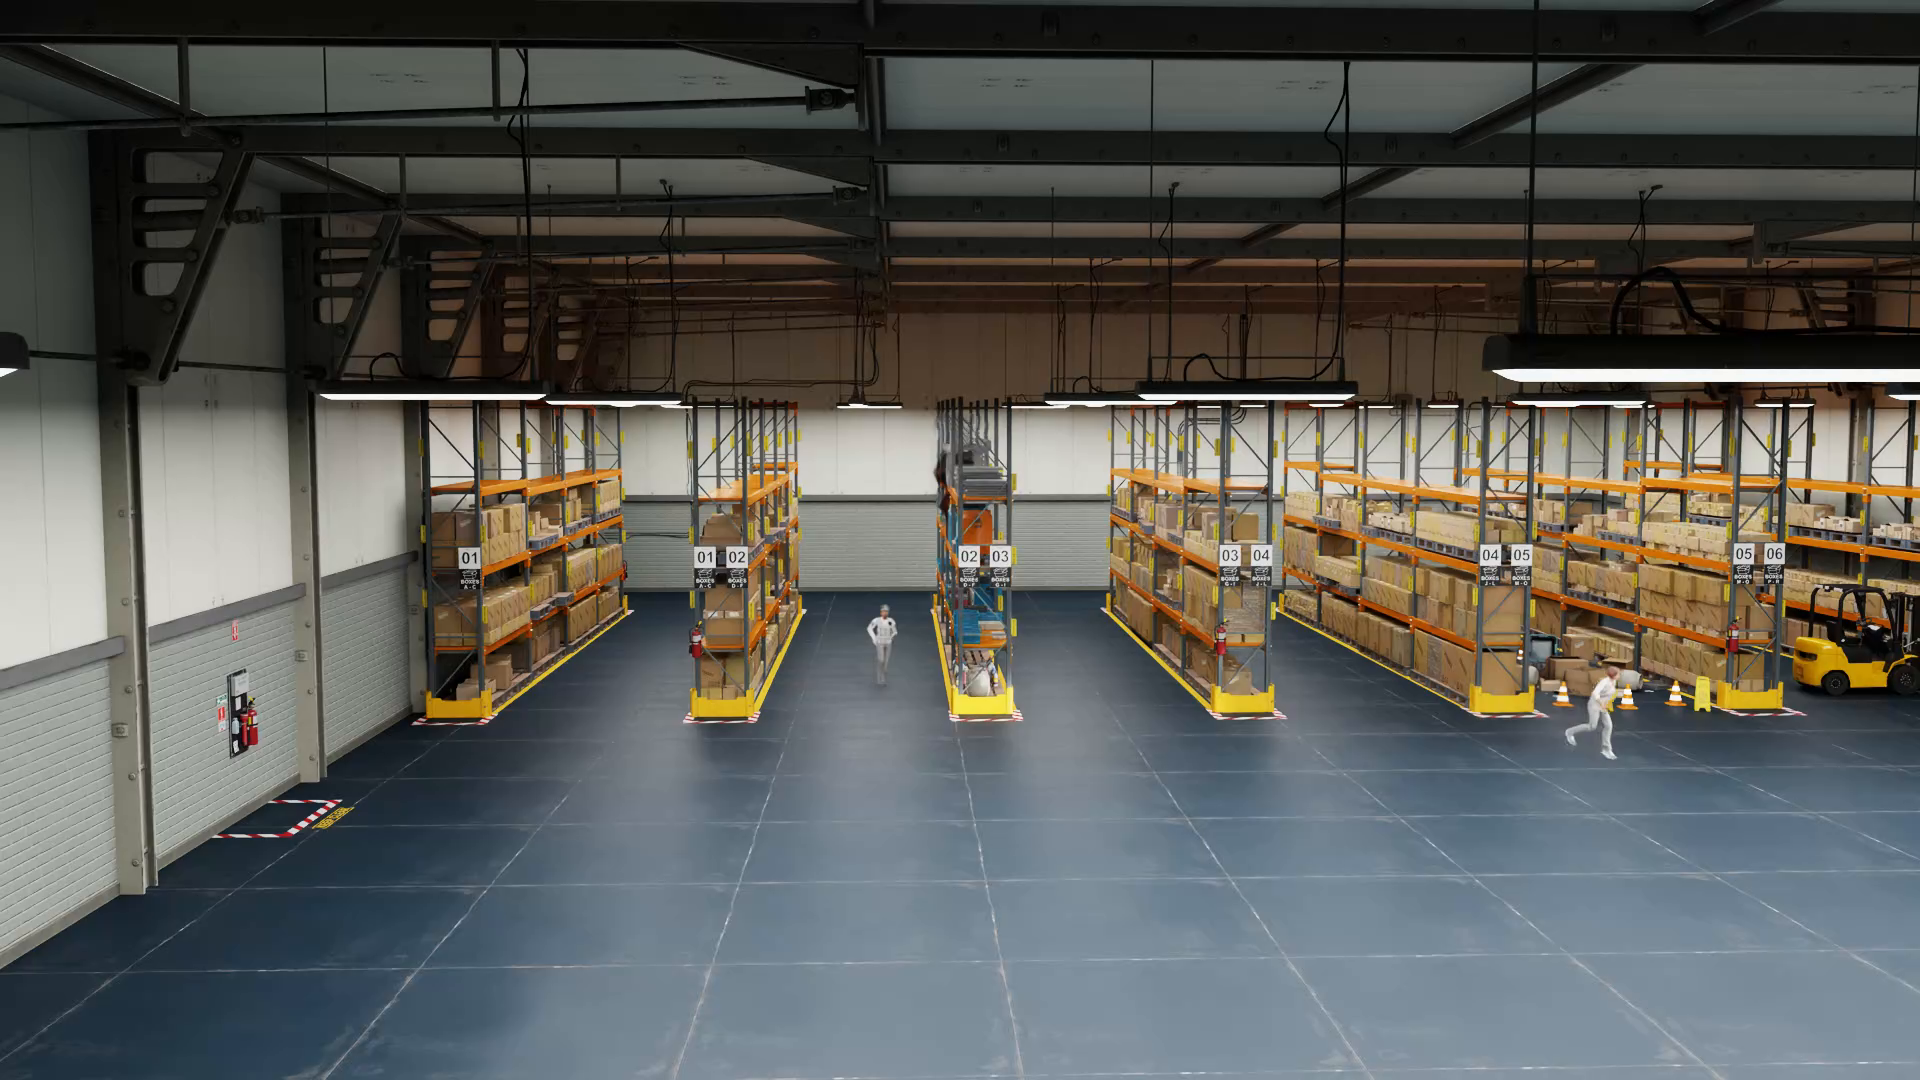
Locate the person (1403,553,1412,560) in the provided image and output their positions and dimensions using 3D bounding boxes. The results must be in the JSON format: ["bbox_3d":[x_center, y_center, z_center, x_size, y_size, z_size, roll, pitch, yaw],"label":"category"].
[{"bbox_3d":[13.388,0.950,50.371,0.722,1.757,0.682,-2,5,-25],"label":"person"}]

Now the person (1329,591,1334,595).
[{"bbox_3d":[11.140,1.042,48.881,0.894,1.837,0.651,-1,5,-13],"label":"person"}]

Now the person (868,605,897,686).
[{"bbox_3d":[-1.594,2.203,34.785,0.588,1.716,0.695,-1,5,-18],"label":"person"}]

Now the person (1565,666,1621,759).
[{"bbox_3d":[10.556,2.837,27.741,0.896,1.549,0.559,4,6,39],"label":"person"}]
